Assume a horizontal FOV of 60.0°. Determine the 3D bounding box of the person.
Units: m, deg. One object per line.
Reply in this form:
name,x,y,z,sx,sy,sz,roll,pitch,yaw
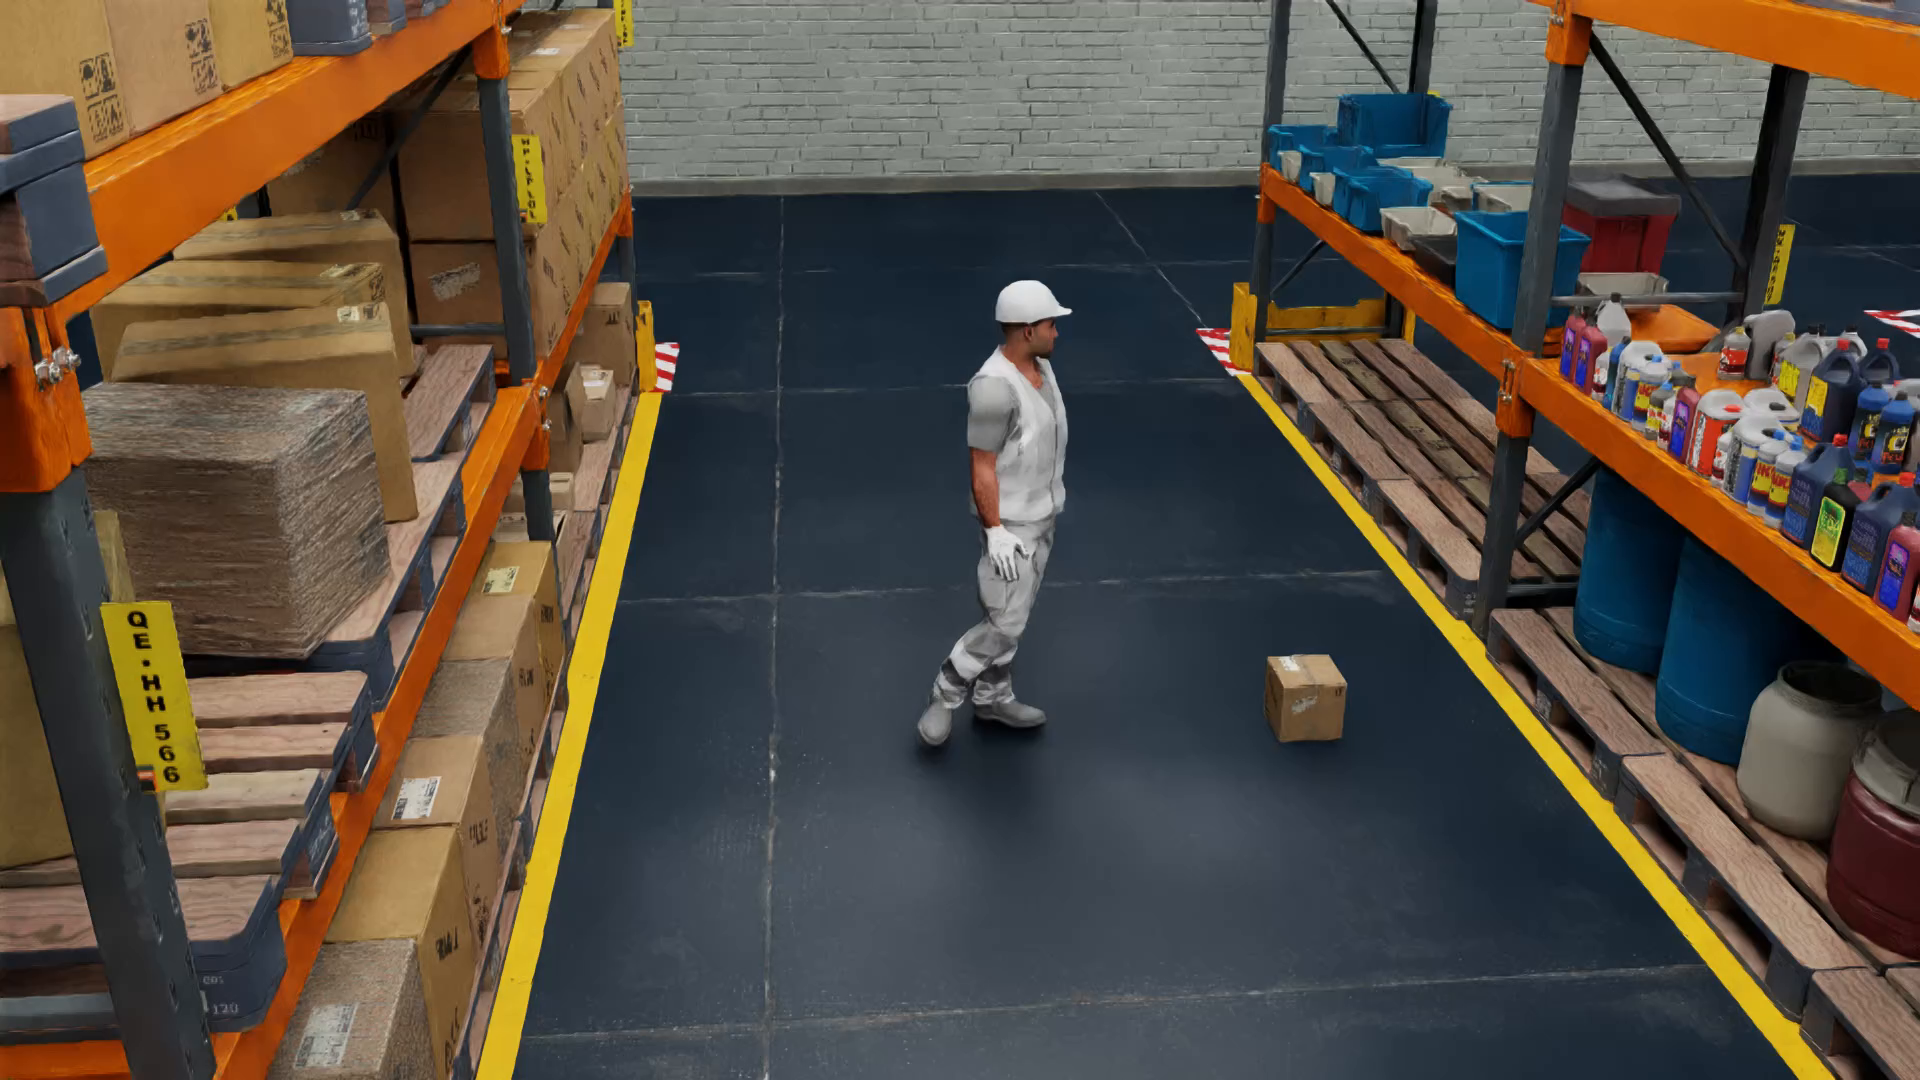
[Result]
person,0.137,-0.083,6.217,0.456,1.781,0.710,12,26,26
